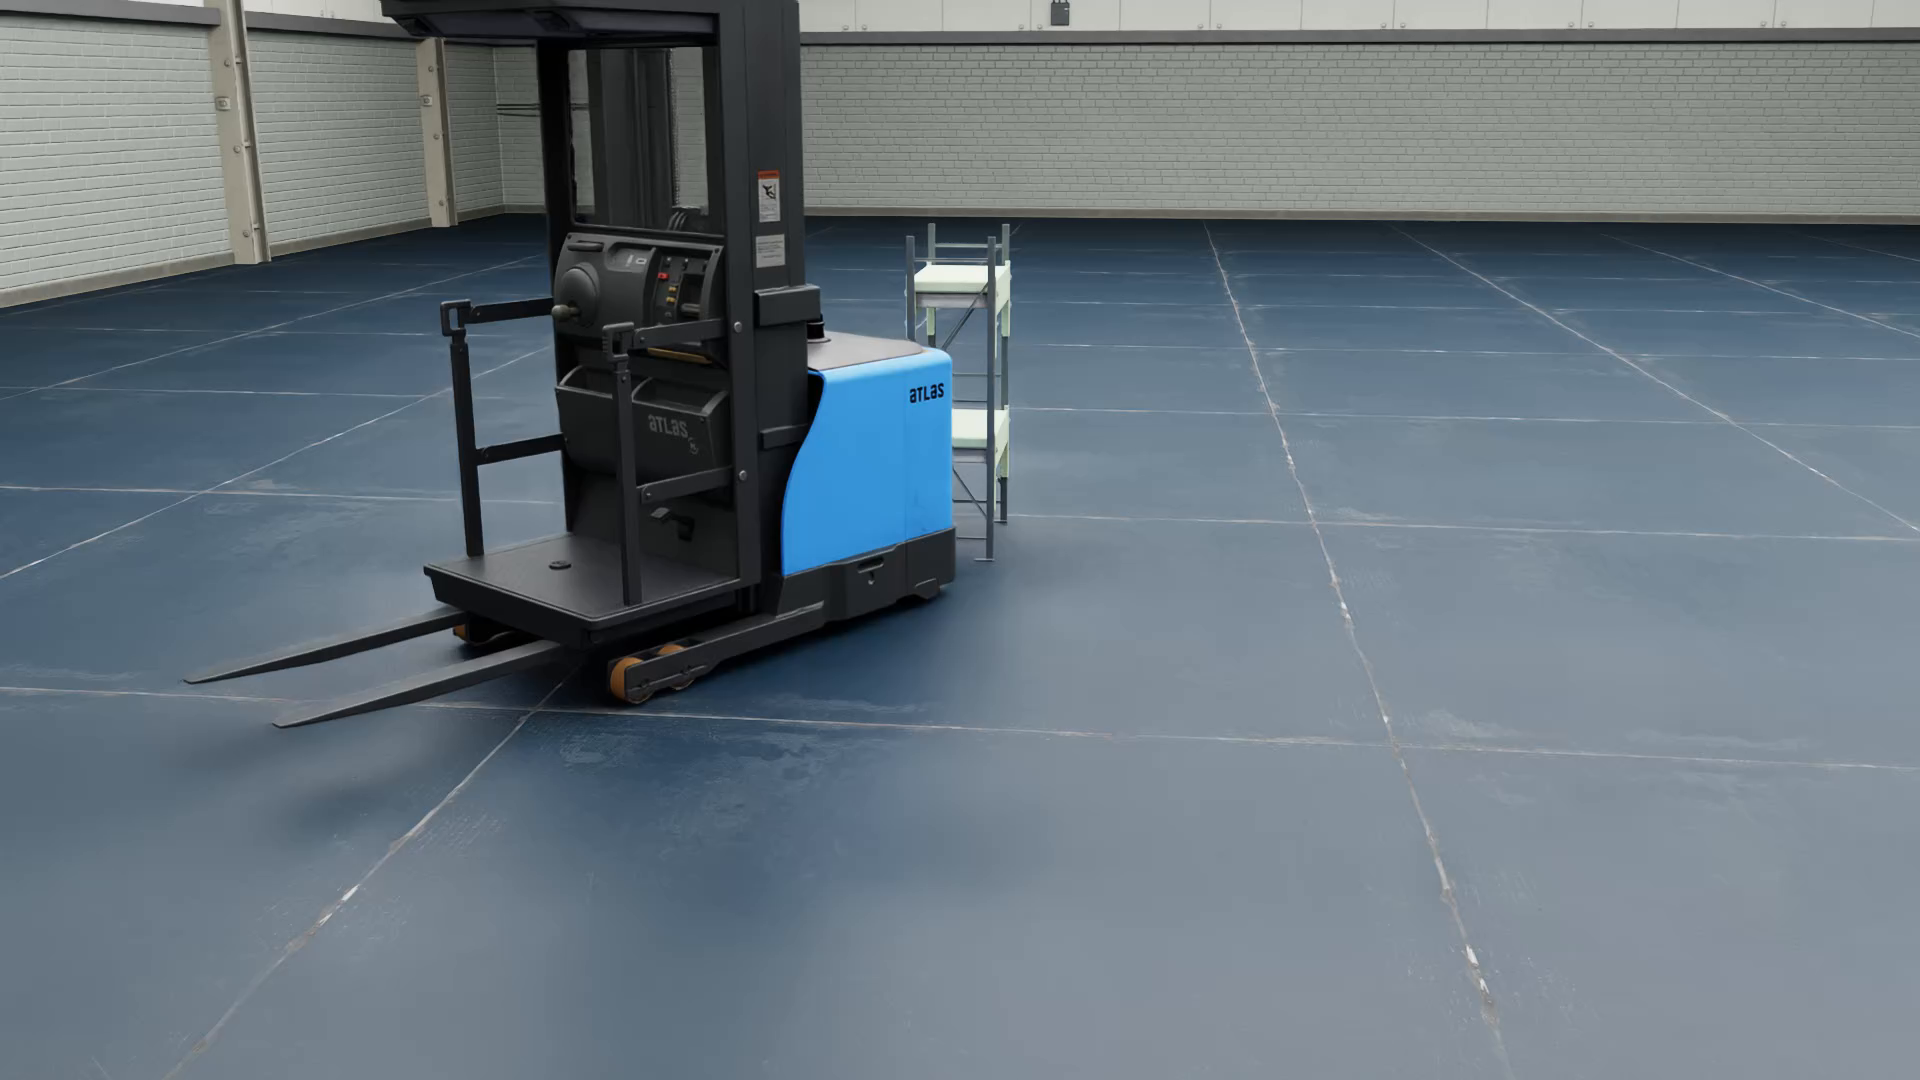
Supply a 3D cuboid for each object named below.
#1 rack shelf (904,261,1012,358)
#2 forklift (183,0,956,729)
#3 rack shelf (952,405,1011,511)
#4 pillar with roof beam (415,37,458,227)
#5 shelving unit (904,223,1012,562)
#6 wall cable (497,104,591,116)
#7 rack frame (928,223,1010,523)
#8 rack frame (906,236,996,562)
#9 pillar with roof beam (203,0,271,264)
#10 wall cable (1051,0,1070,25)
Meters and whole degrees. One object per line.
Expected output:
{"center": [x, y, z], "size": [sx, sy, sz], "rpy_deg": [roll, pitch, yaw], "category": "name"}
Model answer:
{"center": [0.001, -1.102, 7.871], "size": [0.431, 0.370, 0.720], "rpy_deg": [2, 15, 6], "category": "rack shelf"}
{"center": [-1.365, -0.974, 6.148], "size": [1.130, 2.935, 3.031], "rpy_deg": [13, 20, 39], "category": "forklift"}
{"center": [0.001, -0.411, 8.058], "size": [0.431, 0.370, 0.720], "rpy_deg": [2, 15, 6], "category": "rack shelf"}
{"center": [-4.123, -9.333, 25.436], "size": [9.100, 9.000, 0.400], "rpy_deg": [2, 15, 6], "category": "pillar with roof beam"}
{"center": [0.001, -0.726, 7.973], "size": [0.431, 1.500, 0.755], "rpy_deg": [2, 15, 6], "category": "shelving unit"}
{"center": [-6.754, -8.686, 28.992], "size": [3.097, 2.526, 0.112], "rpy_deg": [2, 15, 6], "category": "wall cable"}
{"center": [0.042, -0.821, 8.324], "size": [0.400, 1.500, 0.023], "rpy_deg": [2, 15, 6], "category": "rack frame"}
{"center": [-0.041, -0.631, 7.622], "size": [0.400, 1.500, 0.023], "rpy_deg": [2, 15, 6], "category": "rack frame"}
{"center": [-4.800, -7.776, 19.681], "size": [9.100, 9.000, 0.400], "rpy_deg": [2, 15, 6], "category": "pillar with roof beam"}
{"center": [2.677, -11.542, 27.094], "size": [2.305, 6.003, 0.169], "rpy_deg": [2, 15, 6], "category": "wall cable"}
